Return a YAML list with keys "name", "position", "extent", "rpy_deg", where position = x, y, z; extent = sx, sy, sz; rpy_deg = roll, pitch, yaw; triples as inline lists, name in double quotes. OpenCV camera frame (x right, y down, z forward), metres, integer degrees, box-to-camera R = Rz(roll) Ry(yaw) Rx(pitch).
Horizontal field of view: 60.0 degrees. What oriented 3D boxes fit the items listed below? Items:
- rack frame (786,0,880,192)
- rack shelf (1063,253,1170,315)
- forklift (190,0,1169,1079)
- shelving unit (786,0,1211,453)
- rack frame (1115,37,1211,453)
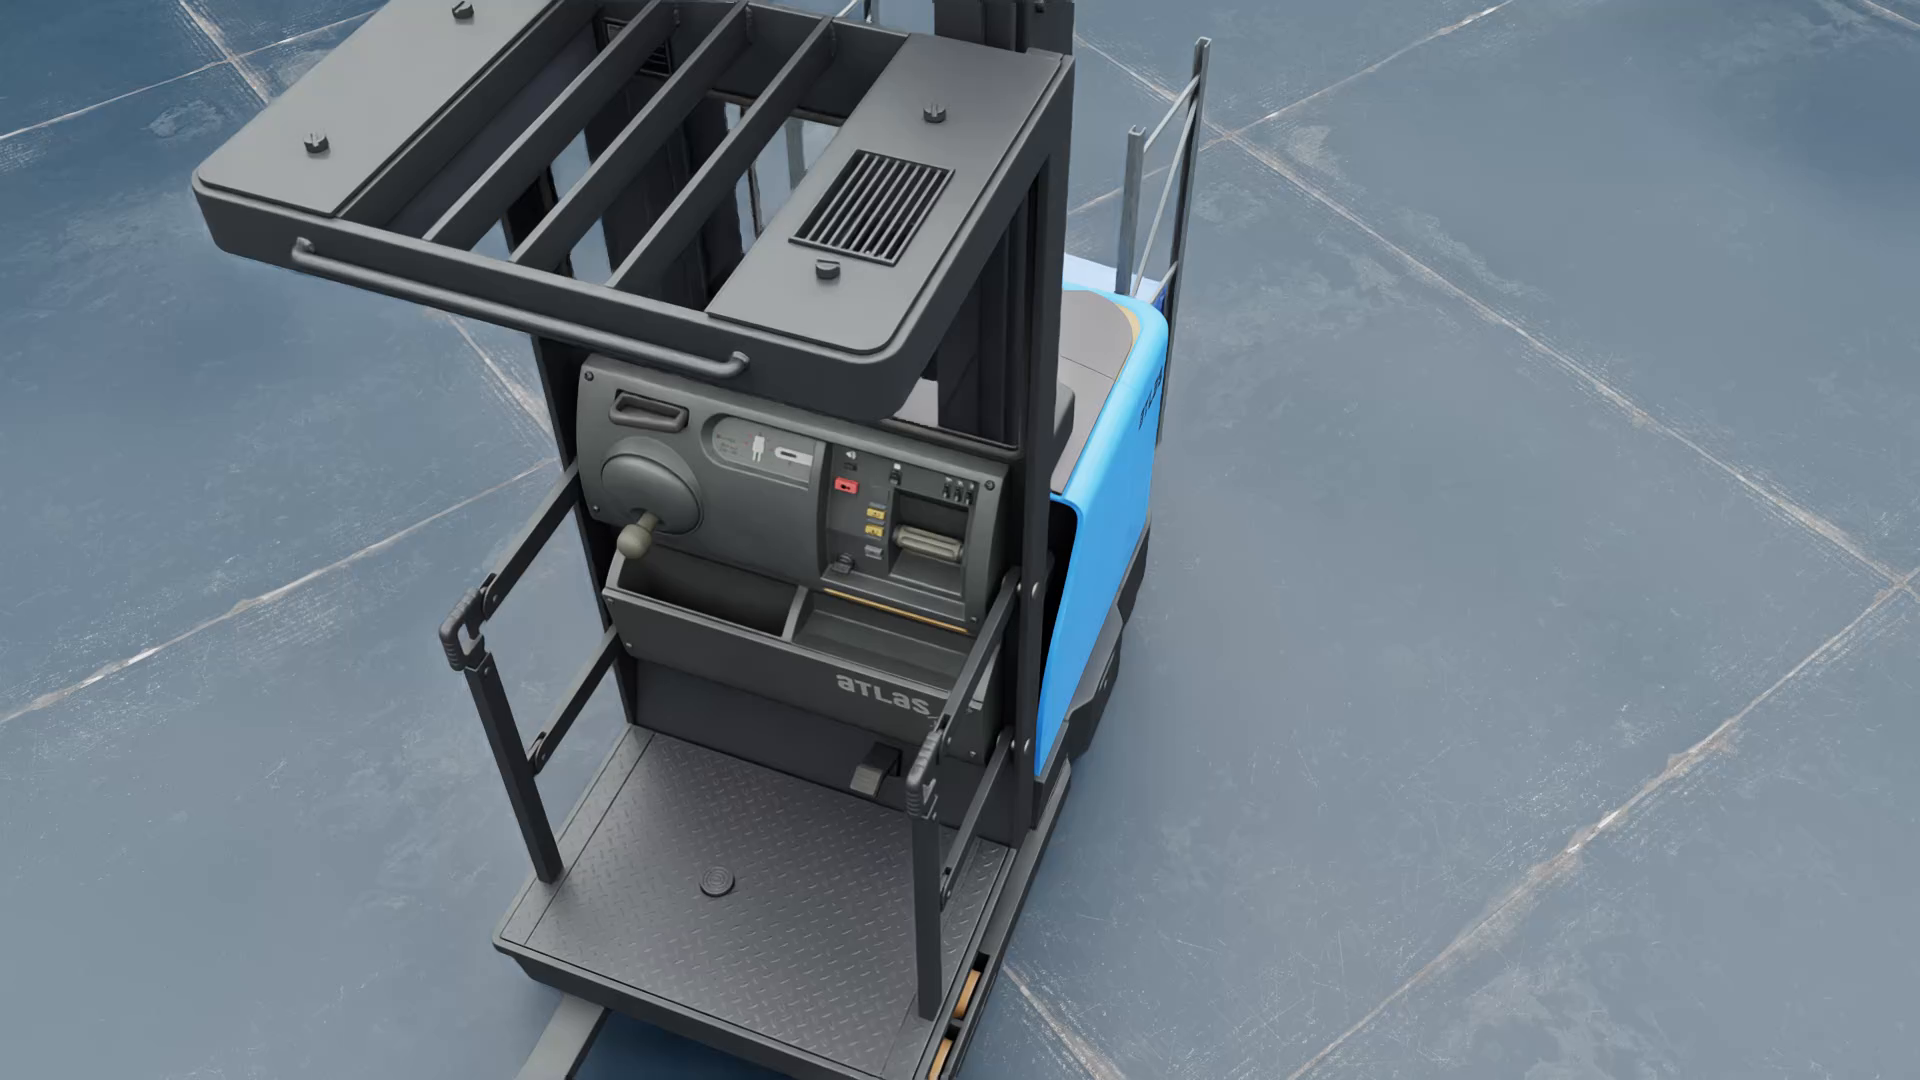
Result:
- name: "rack frame"
  position: [-0.363, -1.011, 5.154]
  extent: [0.032, 1.500, 0.500]
  rpy_deg: [20, 51, 18]
- name: "rack shelf"
  position: [0.091, -0.721, 5.134]
  extent: [1.000, 0.185, 0.538]
  rpy_deg: [20, 51, 18]
- name: "forklift"
  position: [-0.436, 0.013, 3.260]
  extent: [1.130, 2.935, 3.031]
  rpy_deg: [16, 50, 14]
- name: "shelving unit"
  position: [0.091, -0.842, 5.001]
  extent: [1.048, 1.500, 0.538]
  rpy_deg: [20, 51, 18]
- name: "rack frame"
  position: [0.545, -0.672, 4.847]
  extent: [0.032, 1.500, 0.500]
  rpy_deg: [20, 51, 18]
